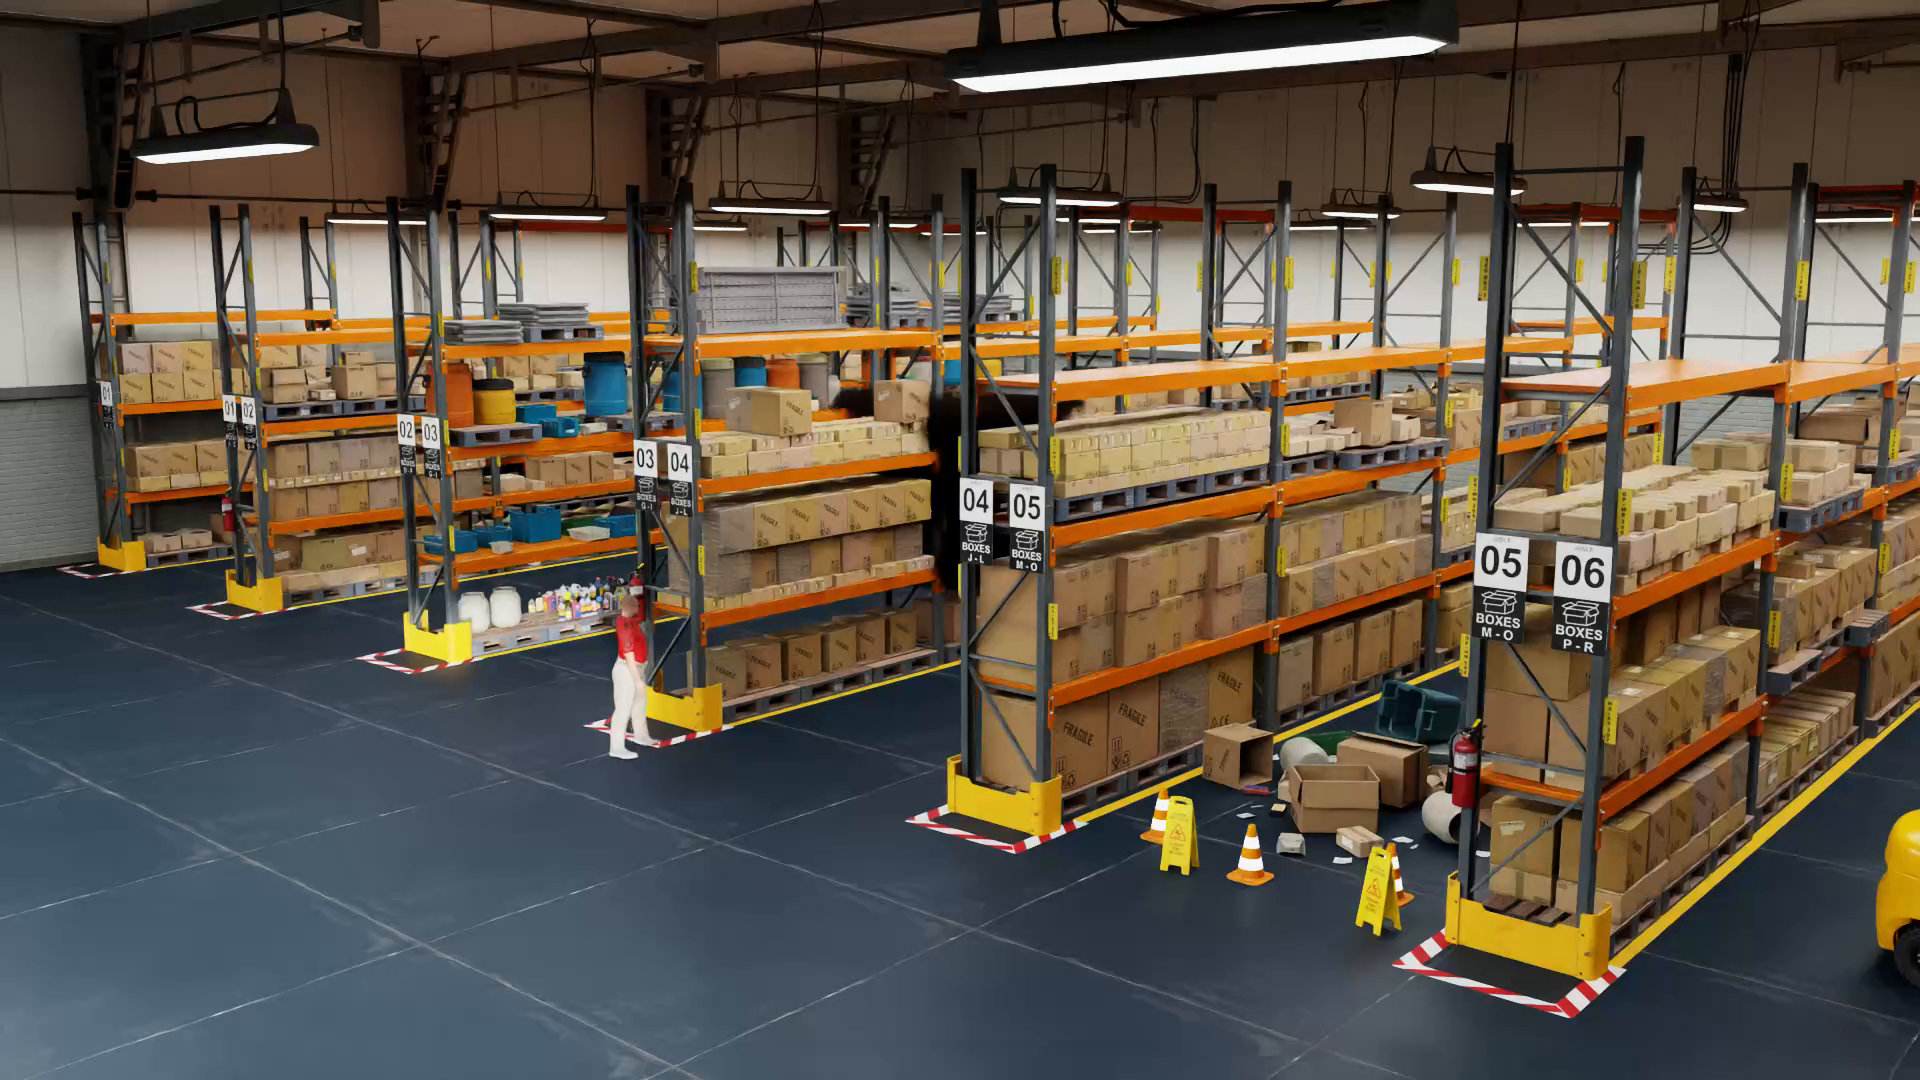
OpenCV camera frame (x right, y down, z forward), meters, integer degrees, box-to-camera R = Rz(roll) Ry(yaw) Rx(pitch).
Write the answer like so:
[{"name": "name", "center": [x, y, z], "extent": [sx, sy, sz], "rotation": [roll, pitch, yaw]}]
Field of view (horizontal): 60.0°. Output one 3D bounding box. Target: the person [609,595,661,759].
[{"name": "person", "center": [-3.479, 1.431, 17.653], "extent": [0.469, 1.774, 0.724], "rotation": [0, 9, -2]}]
